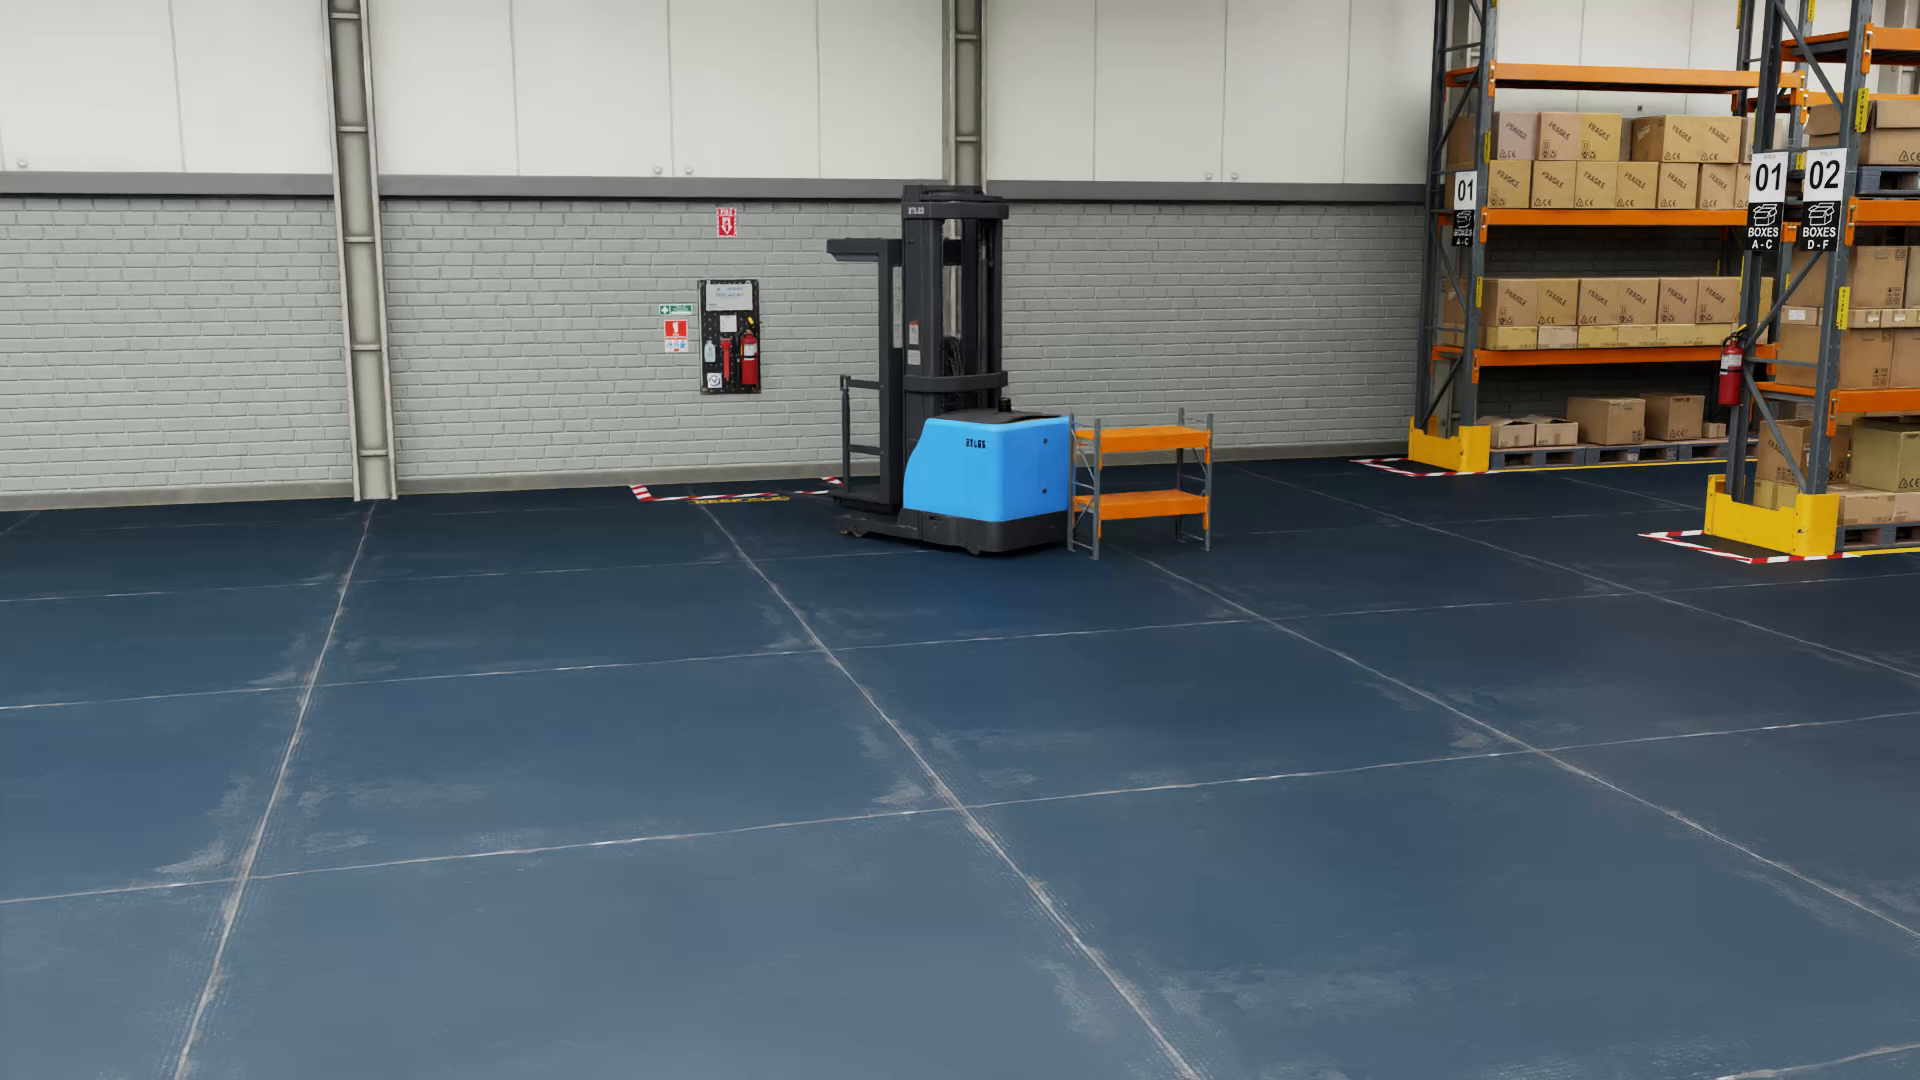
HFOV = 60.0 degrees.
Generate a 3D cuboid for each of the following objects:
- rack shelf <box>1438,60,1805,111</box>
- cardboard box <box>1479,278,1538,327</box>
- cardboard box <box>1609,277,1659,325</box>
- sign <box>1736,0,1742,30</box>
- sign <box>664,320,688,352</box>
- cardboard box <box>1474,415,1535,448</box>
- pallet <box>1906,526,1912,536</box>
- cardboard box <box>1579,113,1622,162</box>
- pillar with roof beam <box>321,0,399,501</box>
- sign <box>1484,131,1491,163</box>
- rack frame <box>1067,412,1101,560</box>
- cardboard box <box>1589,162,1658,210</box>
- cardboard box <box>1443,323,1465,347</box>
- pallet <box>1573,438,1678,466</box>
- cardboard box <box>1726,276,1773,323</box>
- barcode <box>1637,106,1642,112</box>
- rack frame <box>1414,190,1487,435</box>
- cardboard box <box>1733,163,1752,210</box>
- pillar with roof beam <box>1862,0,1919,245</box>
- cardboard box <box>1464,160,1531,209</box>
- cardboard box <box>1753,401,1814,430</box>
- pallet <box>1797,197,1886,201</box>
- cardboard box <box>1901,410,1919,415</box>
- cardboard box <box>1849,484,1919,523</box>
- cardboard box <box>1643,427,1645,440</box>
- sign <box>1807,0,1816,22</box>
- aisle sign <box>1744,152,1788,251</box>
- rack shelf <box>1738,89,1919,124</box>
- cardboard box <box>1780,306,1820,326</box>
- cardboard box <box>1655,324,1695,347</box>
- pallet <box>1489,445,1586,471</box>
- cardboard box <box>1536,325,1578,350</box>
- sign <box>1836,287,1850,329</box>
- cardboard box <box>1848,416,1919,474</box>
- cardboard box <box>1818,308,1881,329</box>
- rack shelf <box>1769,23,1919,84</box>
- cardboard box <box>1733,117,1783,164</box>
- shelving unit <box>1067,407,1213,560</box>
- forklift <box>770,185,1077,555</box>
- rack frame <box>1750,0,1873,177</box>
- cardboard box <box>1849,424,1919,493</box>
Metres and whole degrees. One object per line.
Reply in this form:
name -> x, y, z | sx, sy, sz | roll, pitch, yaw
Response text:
rack shelf -> 7.297, -5.006, 18.381 | 4.000, 0.370, 1.077 | -3, 11, -16
cardboard box -> 5.919, -2.587, 18.100 | 0.500, 0.500, 0.500 | -3, 11, -16
cardboard box -> 7.386, -2.663, 18.516 | 0.500, 0.500, 0.500 | -3, 11, -14
sign -> 9.056, -6.096, 19.289 | 0.005, 0.325, 0.100 | -3, 11, -16
sign -> -2.897, -2.081, 16.967 | 0.234, 0.329, 0.001 | -3, 11, -16
cardboard box -> 6.066, -1.223, 18.617 | 0.500, 0.311, 0.500 | -4, 11, -22
pallet -> 8.656, -0.185, 14.466 | 1.213, 0.211, 1.003 | -3, 11, -16
cardboard box -> 6.799, -4.358, 18.054 | 0.500, 0.500, 0.500 | -3, 11, -14
pillar with roof beam -> -4.512, -4.090, 11.411 | 0.400, 9.000, 9.100 | -3, 11, -16
sign -> 5.528, -4.121, 17.446 | 0.005, 0.325, 0.100 | -3, 11, -16
rack frame -> 0.989, -0.436, 13.307 | 0.032, 1.125, 0.500 | -4, 11, -22
cardboard box -> 7.299, -3.896, 18.310 | 0.500, 0.500, 0.500 | -2, 11, -12
cardboard box -> 5.771, -2.303, 18.632 | 0.500, 0.250, 0.500 | -3, 11, -15
pallet -> 7.409, -1.038, 19.104 | 1.213, 0.211, 1.003 | -3, 11, -16
cardboard box -> 8.850, -2.739, 18.930 | 0.500, 0.500, 0.500 | -3, 11, -16
barcode -> 7.762, -4.926, 18.989 | 0.075, 0.075, 0.001 | -3, 11, -16
rack frame -> 5.376, -2.310, 18.309 | 0.127, 3.000, 1.000 | -3, 11, -16
cardboard box -> 8.799, -3.978, 18.753 | 0.500, 0.500, 0.500 | -3, 11, -14
pillar with roof beam -> 12.771, -5.001, 16.359 | 0.400, 9.000, 9.100 | -3, 11, -16
cardboard box -> 5.767, -3.818, 17.882 | 0.500, 0.500, 0.500 | -3, 11, -14
cardboard box -> 9.919, -1.539, 19.813 | 0.500, 0.500, 0.700 | -3, 11, -14
pallet -> 9.840, -3.908, 19.223 | 1.003, 0.211, 1.213 | -3, 11, -16
cardboard box -> 11.385, -1.620, 20.252 | 0.500, 0.500, 0.700 | -3, 11, -16
cardboard box -> 7.821, -0.318, 13.921 | 0.500, 0.250, 0.500 | -3, 11, -16
cardboard box -> 7.676, -1.249, 19.206 | 0.250, 0.149, 0.380 | -4, 11, -21
sign -> 9.351, -5.866, 18.256 | 0.005, 0.325, 0.100 | -3, 11, -16
aisle sign -> 6.619, -2.775, 13.656 | 0.004, 0.787, 0.394 | -3, 11, -16
rack shelf -> 11.137, -5.013, 19.516 | 4.000, 0.370, 1.077 | -3, 11, -16
cardboard box -> 7.078, -1.870, 13.849 | 0.250, 0.149, 0.380 | -3, 11, -17
cardboard box -> 7.888, -2.320, 18.722 | 0.500, 0.250, 0.500 | -3, 11, -16
pallet -> 6.239, -0.977, 18.772 | 1.213, 0.211, 1.003 | -3, 11, -16
cardboard box -> 6.428, -2.244, 18.311 | 0.500, 0.250, 0.500 | -3, 11, -18
sign -> 6.914, -1.817, 13.021 | 0.005, 0.325, 0.100 | -3, 11, -16
cardboard box -> 8.152, -0.804, 14.492 | 0.500, 0.500, 0.500 | -3, 11, -16
cardboard box -> 7.202, -1.800, 13.469 | 0.250, 0.149, 0.380 | -3, 11, -16
rack shelf -> 8.685, -3.950, 13.740 | 4.000, 0.370, 1.077 | -3, 11, -16
cardboard box -> 8.812, -4.466, 18.641 | 0.500, 0.500, 0.500 | -4, 11, -21
shelving unit -> 1.457, -0.471, 13.500 | 1.048, 1.125, 0.538 | -4, 11, -22
forklift -> -0.435, -1.527, 14.243 | 3.031, 2.935, 1.130 | 10, 14, 43
rack frame -> 6.765, -4.399, 13.089 | 0.127, 3.000, 1.000 | -3, 11, -16
cardboard box -> 7.821, -0.686, 13.852 | 0.500, 0.500, 0.500 | -3, 11, -16
